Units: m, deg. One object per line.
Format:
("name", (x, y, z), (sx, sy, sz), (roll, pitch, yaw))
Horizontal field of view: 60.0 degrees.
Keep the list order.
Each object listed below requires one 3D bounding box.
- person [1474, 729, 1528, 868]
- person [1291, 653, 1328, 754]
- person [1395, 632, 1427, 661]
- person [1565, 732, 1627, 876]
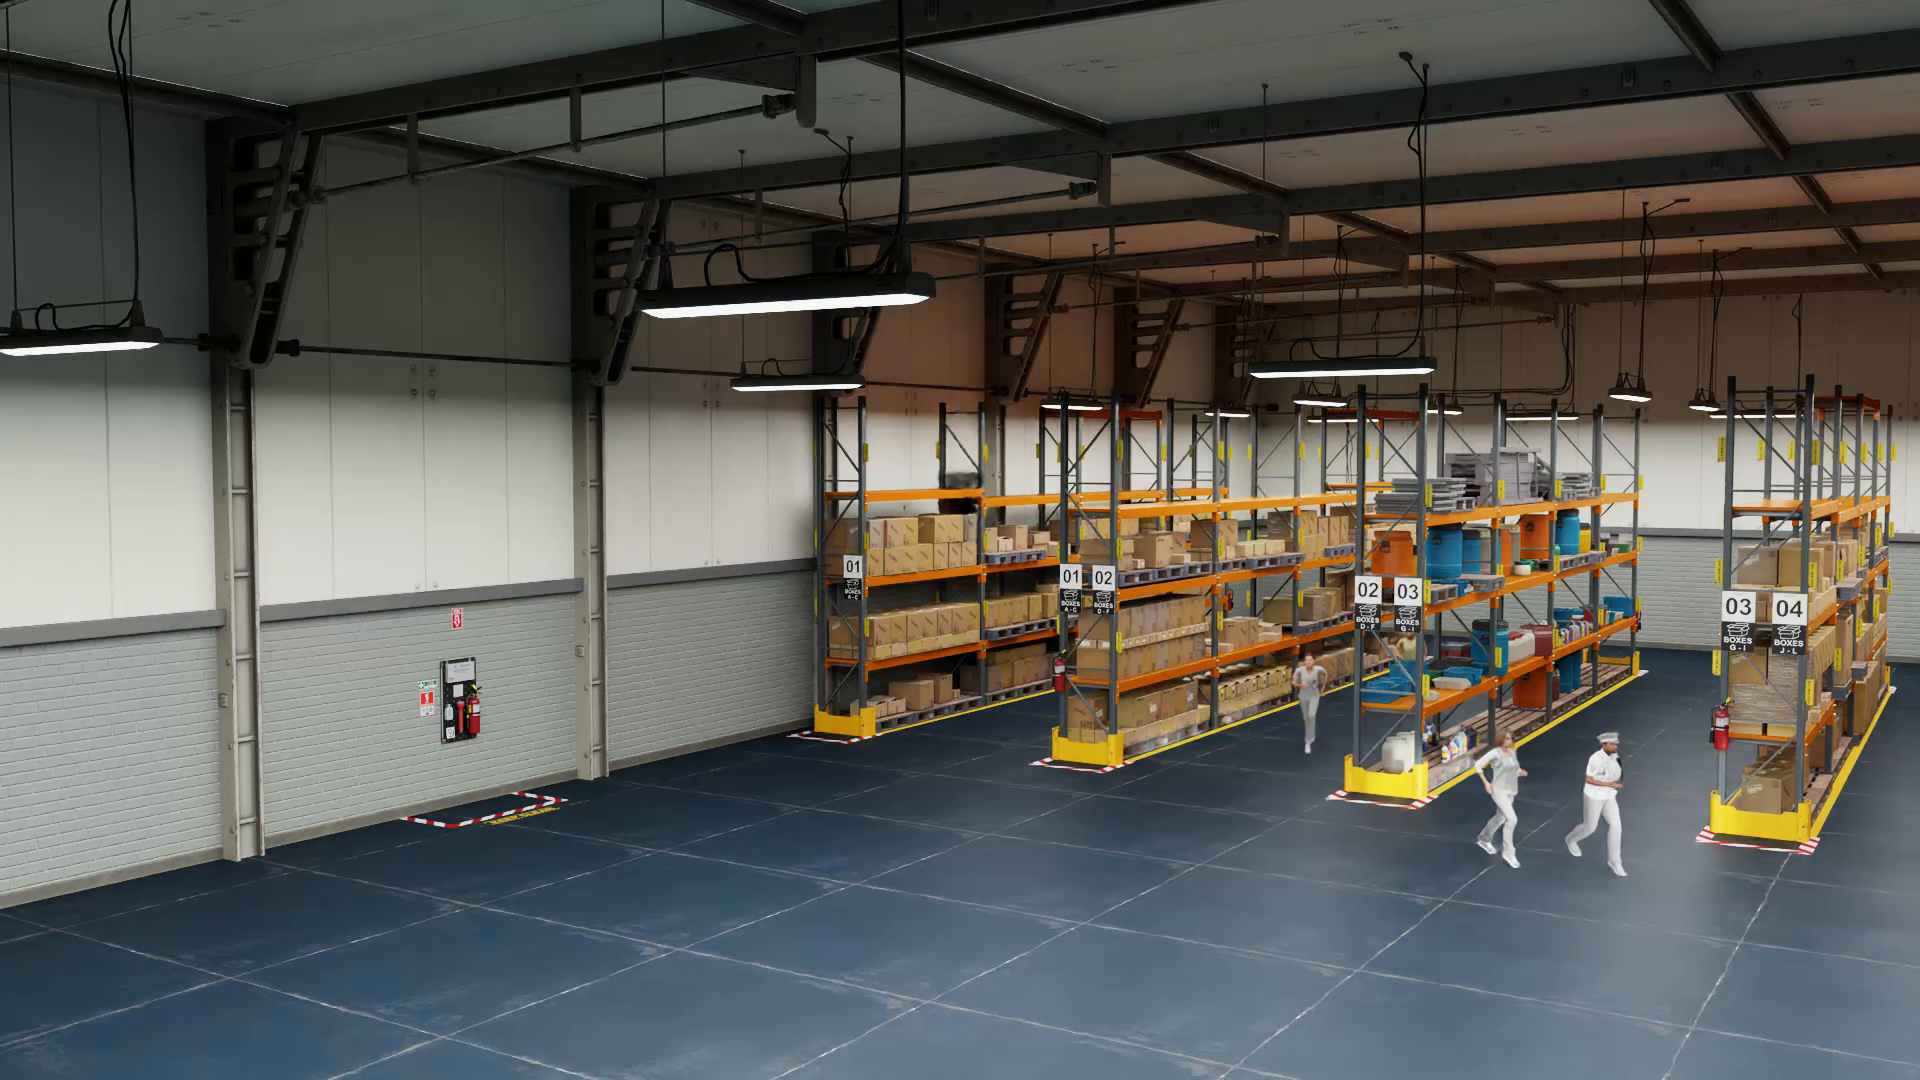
("person", (6.616, 3.120, 20.312), (0.510, 1.627, 0.733), (-2, 4, -36))
("person", (5.907, 2.712, 28.087), (0.567, 1.671, 1.012), (1, 3, 21))
("person", (8.790, 2.476, 32.451), (0.601, 1.661, 0.954), (1, 3, 24))
("person", (7.689, 3.132, 20.070), (0.606, 1.718, 0.928), (-1, 3, -26))
